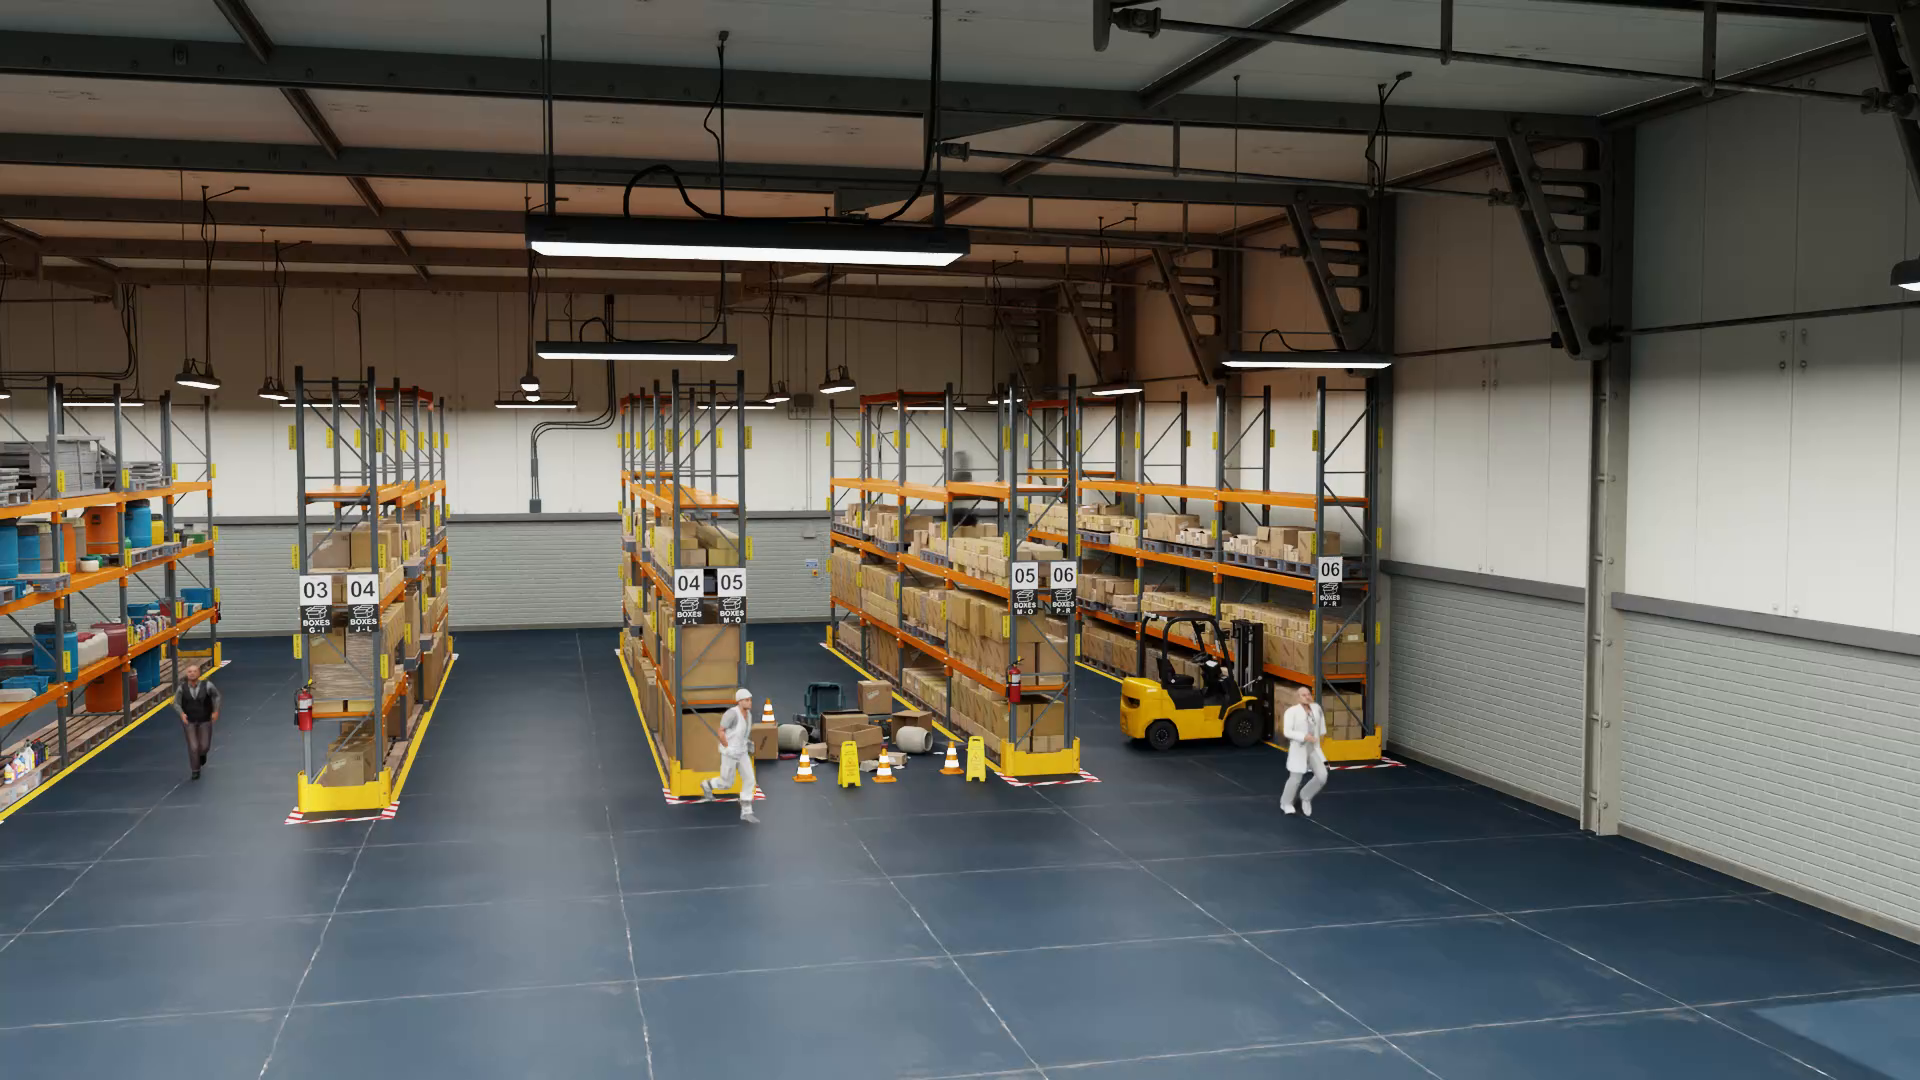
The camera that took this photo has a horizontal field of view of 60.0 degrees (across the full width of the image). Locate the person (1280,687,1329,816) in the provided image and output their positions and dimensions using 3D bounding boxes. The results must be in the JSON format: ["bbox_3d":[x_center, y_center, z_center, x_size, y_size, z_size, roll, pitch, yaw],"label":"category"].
[{"bbox_3d":[4.582,2.799,22.004,0.732,1.736,0.897,-1,4,-16],"label":"person"}]

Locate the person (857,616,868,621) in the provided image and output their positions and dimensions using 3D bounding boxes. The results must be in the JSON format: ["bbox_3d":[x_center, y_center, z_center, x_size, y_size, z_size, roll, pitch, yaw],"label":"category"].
[{"bbox_3d":[-2.303,1.677,41.525,0.536,1.724,0.716,1,4,18],"label":"person"}]

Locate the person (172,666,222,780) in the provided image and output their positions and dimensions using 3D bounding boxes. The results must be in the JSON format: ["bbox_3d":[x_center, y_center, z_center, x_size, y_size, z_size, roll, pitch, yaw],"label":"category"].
[{"bbox_3d":[-11.309,2.732,24.664,0.674,1.617,0.654,-1,4,-22],"label":"person"}]

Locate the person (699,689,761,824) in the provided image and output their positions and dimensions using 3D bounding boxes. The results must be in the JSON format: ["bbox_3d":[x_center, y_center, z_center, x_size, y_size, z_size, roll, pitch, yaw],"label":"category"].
[{"bbox_3d":[-3.024,2.834,21.989,0.991,1.770,0.660,2,4,32],"label":"person"}]
